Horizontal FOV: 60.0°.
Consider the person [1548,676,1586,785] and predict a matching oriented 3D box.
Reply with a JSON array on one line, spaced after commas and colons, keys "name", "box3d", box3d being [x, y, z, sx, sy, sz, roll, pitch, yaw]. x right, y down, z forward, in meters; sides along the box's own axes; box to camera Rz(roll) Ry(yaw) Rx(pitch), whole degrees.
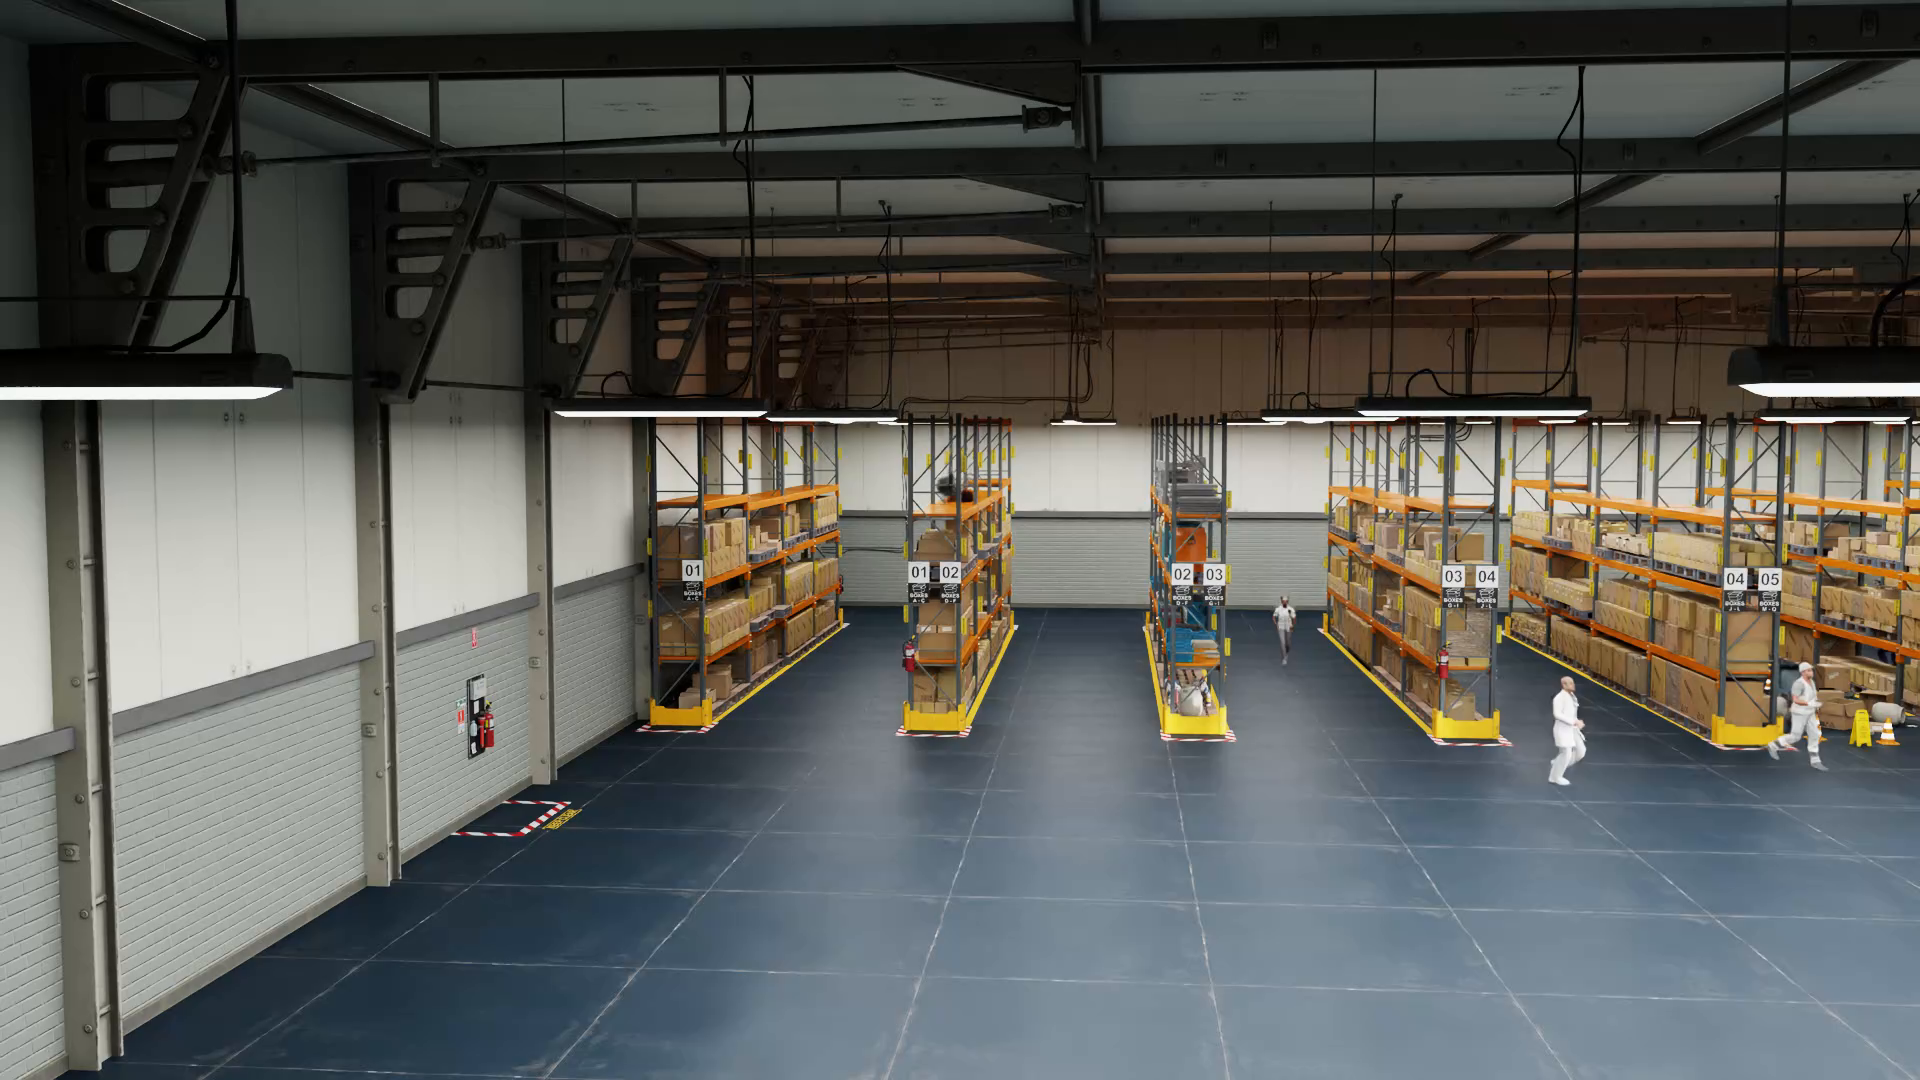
[{"name": "person", "box3d": [9.768, 3.054, 26.644, 0.750, 1.742, 0.642, -4, 5, -44]}]

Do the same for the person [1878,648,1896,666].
[{"name": "person", "box3d": [21.353, 2.344, 38.146, 0.579, 1.617, 0.643, 0, 4, 5]}]

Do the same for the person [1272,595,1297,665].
[{"name": "person", "box3d": [7.902, 2.171, 40.483, 0.590, 1.683, 0.743, 0, 4, 6]}]

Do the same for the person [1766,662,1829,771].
[{"name": "person", "box3d": [14.162, 2.943, 28.025, 0.658, 1.790, 0.988, -3, 5, -36]}]
